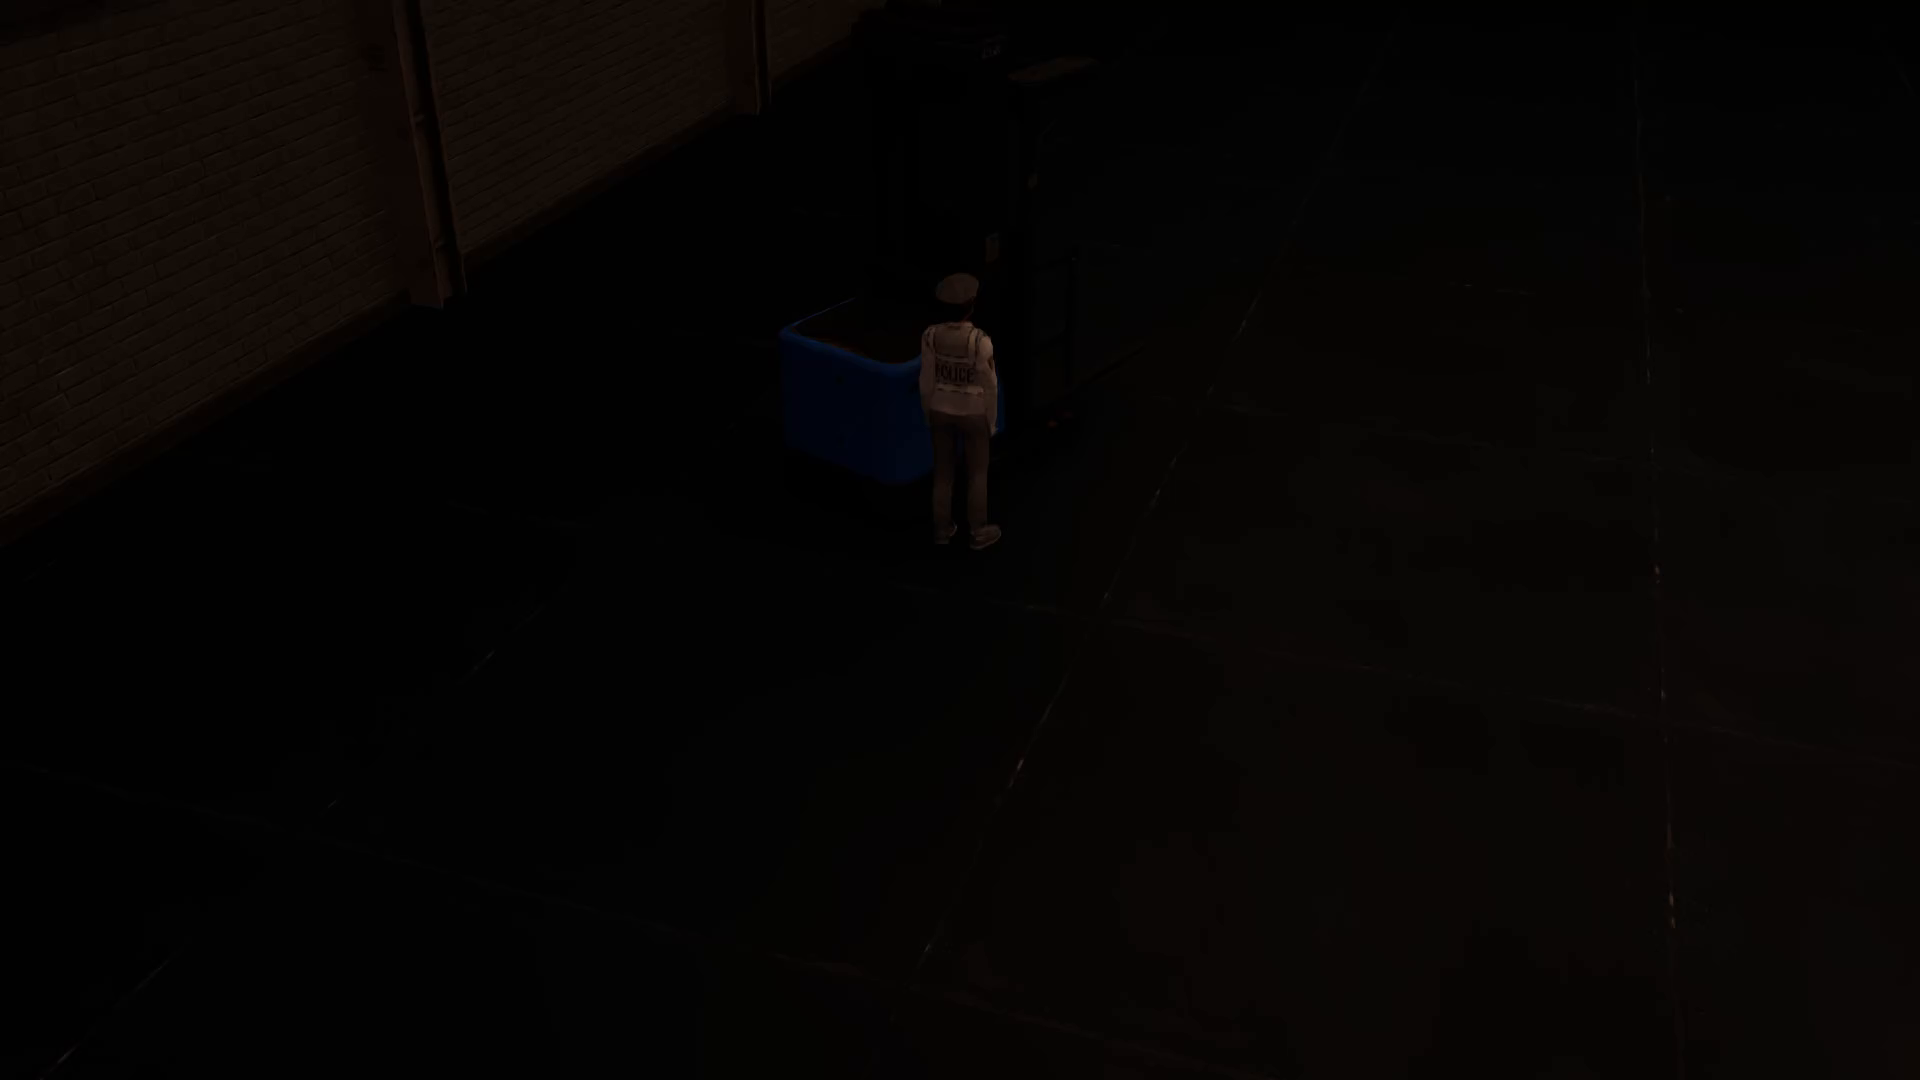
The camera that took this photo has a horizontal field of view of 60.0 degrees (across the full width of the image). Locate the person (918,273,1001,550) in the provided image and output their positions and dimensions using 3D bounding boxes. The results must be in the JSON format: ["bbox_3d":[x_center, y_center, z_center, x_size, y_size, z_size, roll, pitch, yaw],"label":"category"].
[{"bbox_3d":[0.004,-0.740,9.691,0.463,1.692,0.337,10,31,16],"label":"person"}]

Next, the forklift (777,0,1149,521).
[{"bbox_3d":[0.176,-2.050,10.732,1.130,2.935,3.031,22,36,33],"label":"forklift"}]
